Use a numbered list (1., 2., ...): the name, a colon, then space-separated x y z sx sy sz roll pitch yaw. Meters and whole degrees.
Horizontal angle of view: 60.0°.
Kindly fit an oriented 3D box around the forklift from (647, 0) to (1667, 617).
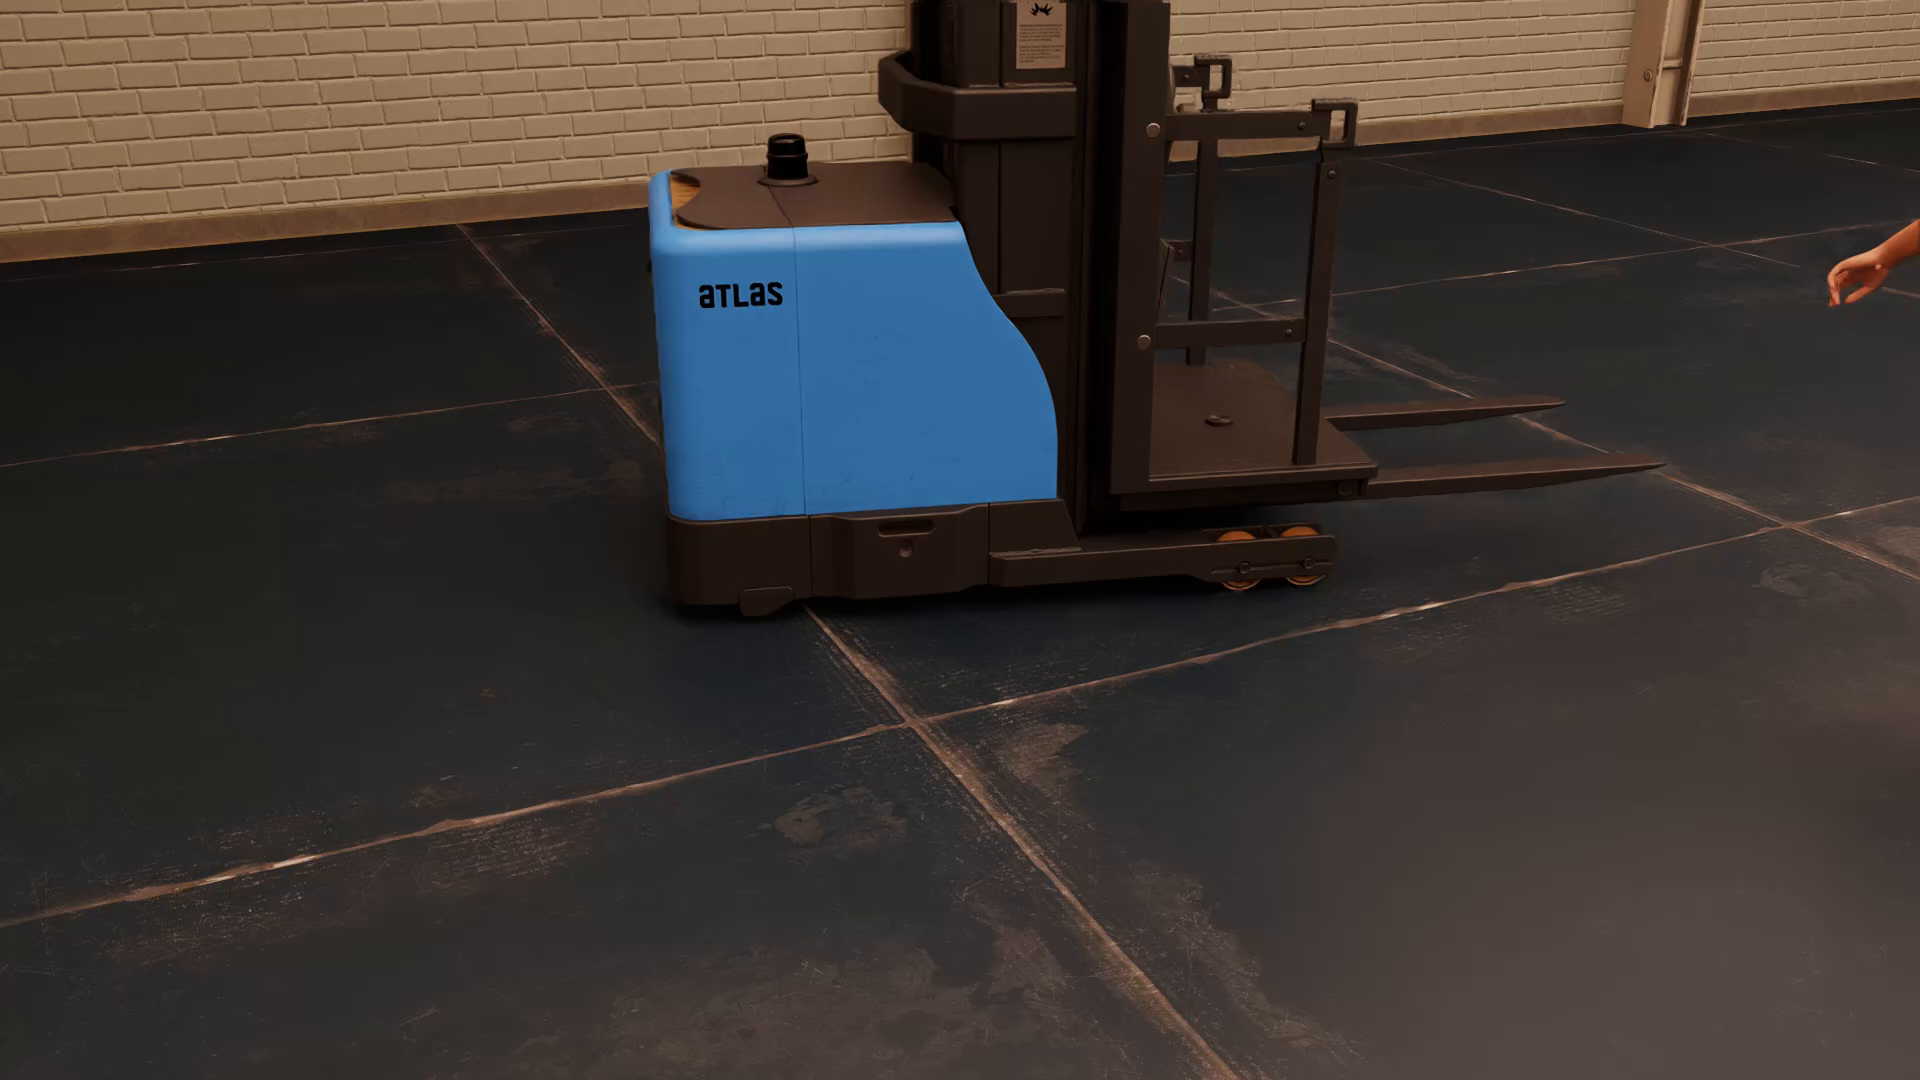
1. forklift: 0.619 -1.405 4.668 3.031 2.935 1.130 -4 23 -10

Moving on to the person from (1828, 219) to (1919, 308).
1. person: 2.411 -0.174 3.540 0.629 1.672 1.205 -17 28 -35
